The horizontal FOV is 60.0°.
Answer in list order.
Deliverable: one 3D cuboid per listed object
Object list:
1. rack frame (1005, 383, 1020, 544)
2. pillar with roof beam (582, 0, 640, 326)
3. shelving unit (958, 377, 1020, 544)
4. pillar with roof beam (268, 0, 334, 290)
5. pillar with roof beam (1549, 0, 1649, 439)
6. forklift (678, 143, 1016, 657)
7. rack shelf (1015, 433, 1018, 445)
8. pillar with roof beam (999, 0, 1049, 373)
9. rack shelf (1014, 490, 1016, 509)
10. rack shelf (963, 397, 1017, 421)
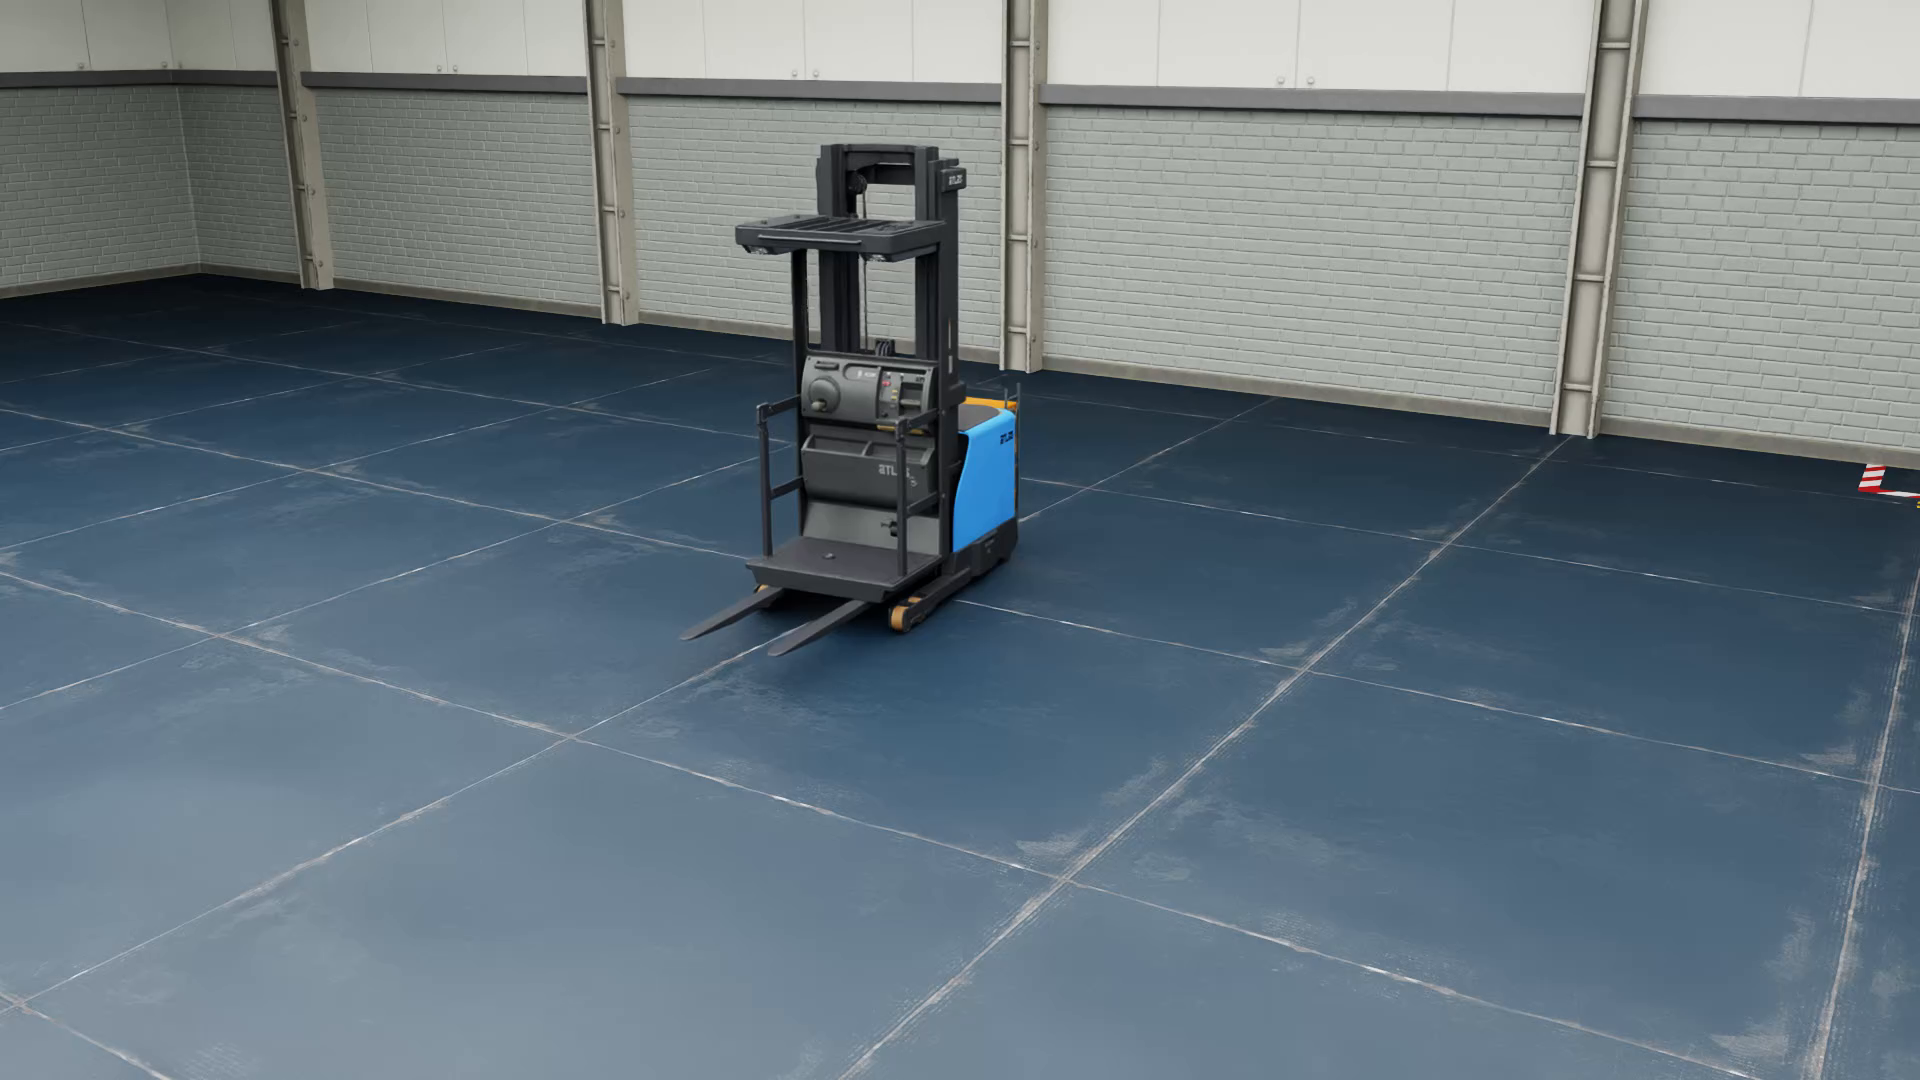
[{"bbox_3d":[0.375,-0.527,12.051,0.015,1.200,0.240,8,19,24],"label":"rack frame"},{"bbox_3d":[-6.676,-6.073,16.893,0.400,9.000,9.100,10,20,30],"label":"pillar with roof beam"},{"bbox_3d":[0.155,-0.558,12.152,0.503,1.200,0.258,8,19,24],"label":"shelving unit"},{"bbox_3d":[-11.789,-6.986,19.897,0.400,9.000,9.100,10,20,30],"label":"pillar with roof beam"},{"bbox_3d":[3.549,-4.248,10.884,0.400,9.000,9.100,10,20,30],"label":"pillar with roof beam"},{"bbox_3d":[-0.691,-0.968,10.525,1.130,2.935,3.031,8,19,25],"label":"forklift"},{"bbox_3d":[0.155,-0.707,12.107,0.480,0.148,0.258,8,19,24],"label":"rack shelf"},{"bbox_3d":[-1.563,-5.161,13.888,0.400,9.000,9.100,10,20,30],"label":"pillar with roof beam"},{"bbox_3d":[0.155,-0.303,12.230,0.480,0.148,0.258,8,19,24],"label":"rack shelf"},{"bbox_3d":[0.155,-0.934,12.038,0.480,0.148,0.258,8,19,24],"label":"rack shelf"}]
